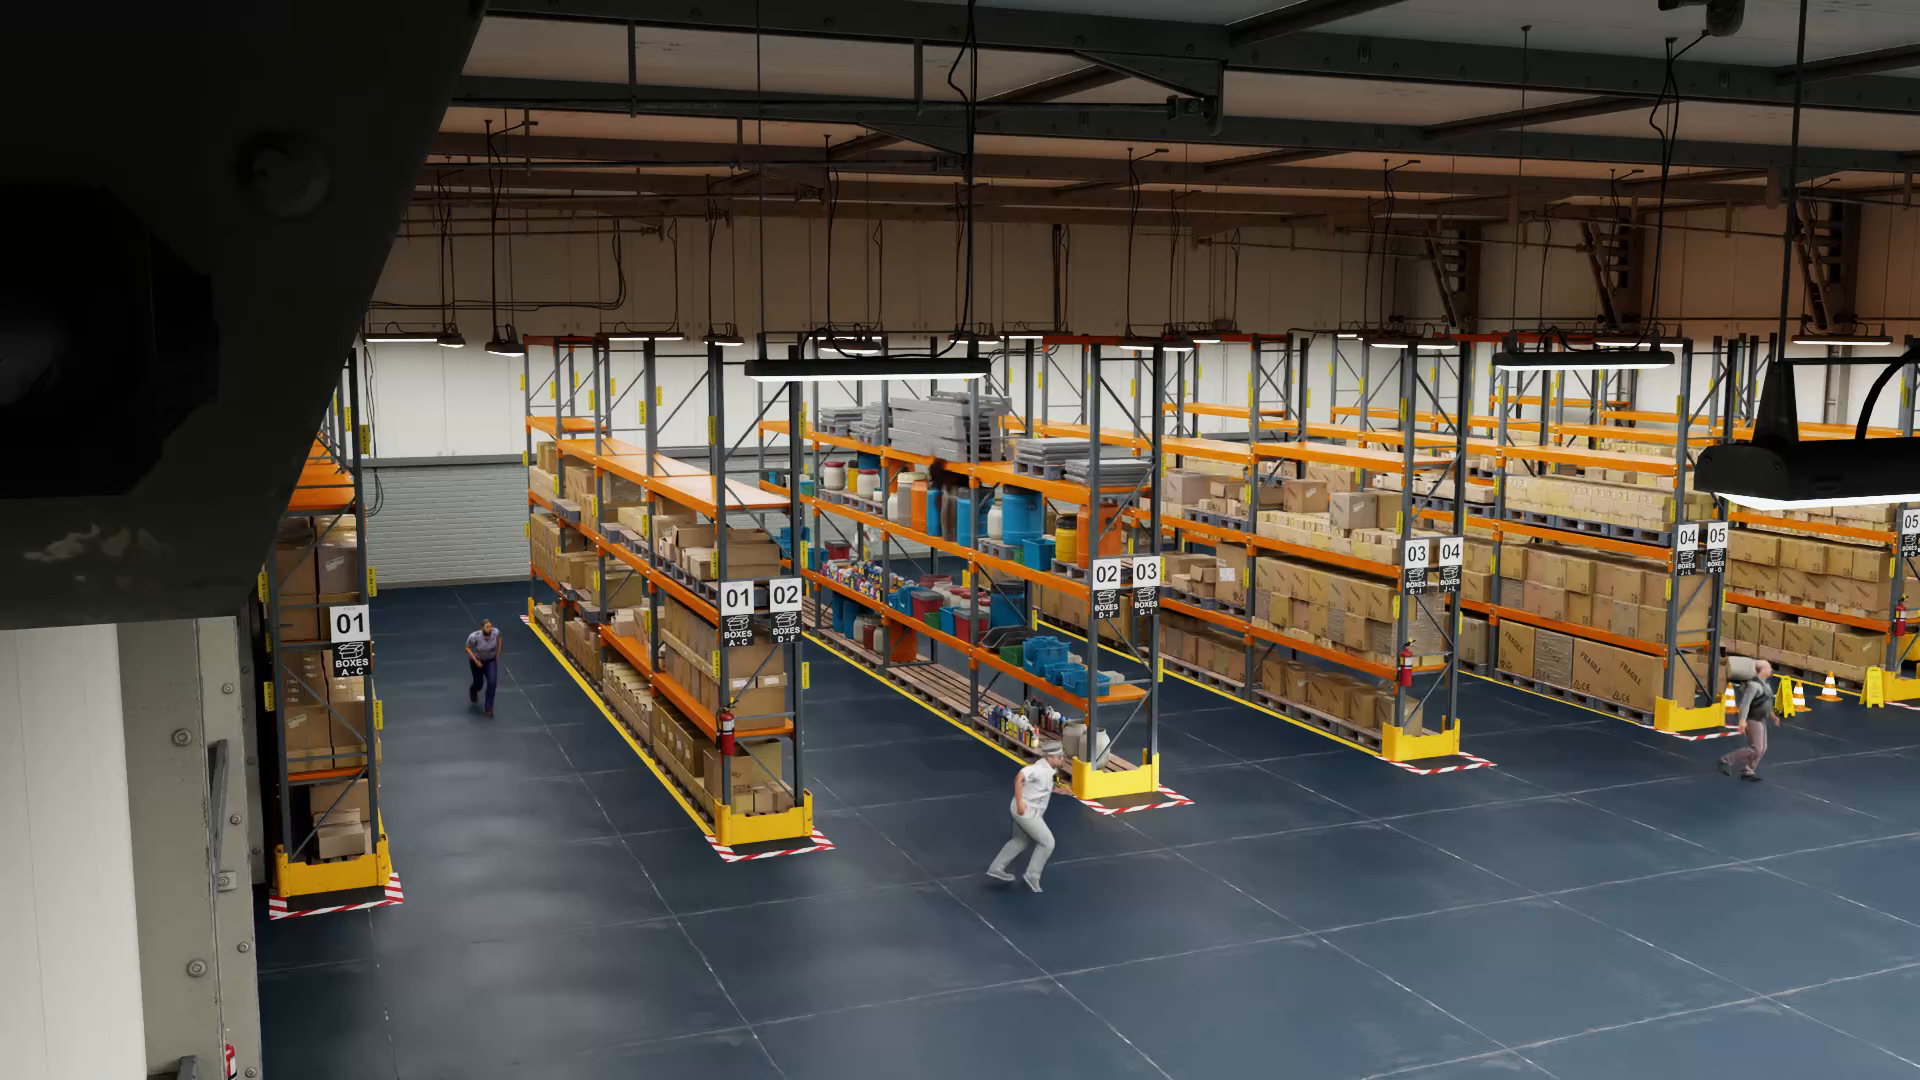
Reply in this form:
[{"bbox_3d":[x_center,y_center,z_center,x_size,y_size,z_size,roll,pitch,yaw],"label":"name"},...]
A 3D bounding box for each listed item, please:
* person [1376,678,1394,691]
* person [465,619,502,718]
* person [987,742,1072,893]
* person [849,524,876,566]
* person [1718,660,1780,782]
[{"bbox_3d":[7.331,1.878,27.648,0.569,1.542,0.940,-6,9,-37],"label":"person"},{"bbox_3d":[-7.710,2.016,26.830,0.627,1.614,0.955,-5,9,-35],"label":"person"},{"bbox_3d":[0.765,3.093,18.481,0.955,1.760,0.694,1,8,9],"label":"person"},{"bbox_3d":[-2.449,0.149,40.305,1.043,1.731,0.724,-2,8,-11],"label":"person"},{"bbox_3d":[10.828,2.470,22.803,0.677,1.694,0.696,5,9,35],"label":"person"}]
